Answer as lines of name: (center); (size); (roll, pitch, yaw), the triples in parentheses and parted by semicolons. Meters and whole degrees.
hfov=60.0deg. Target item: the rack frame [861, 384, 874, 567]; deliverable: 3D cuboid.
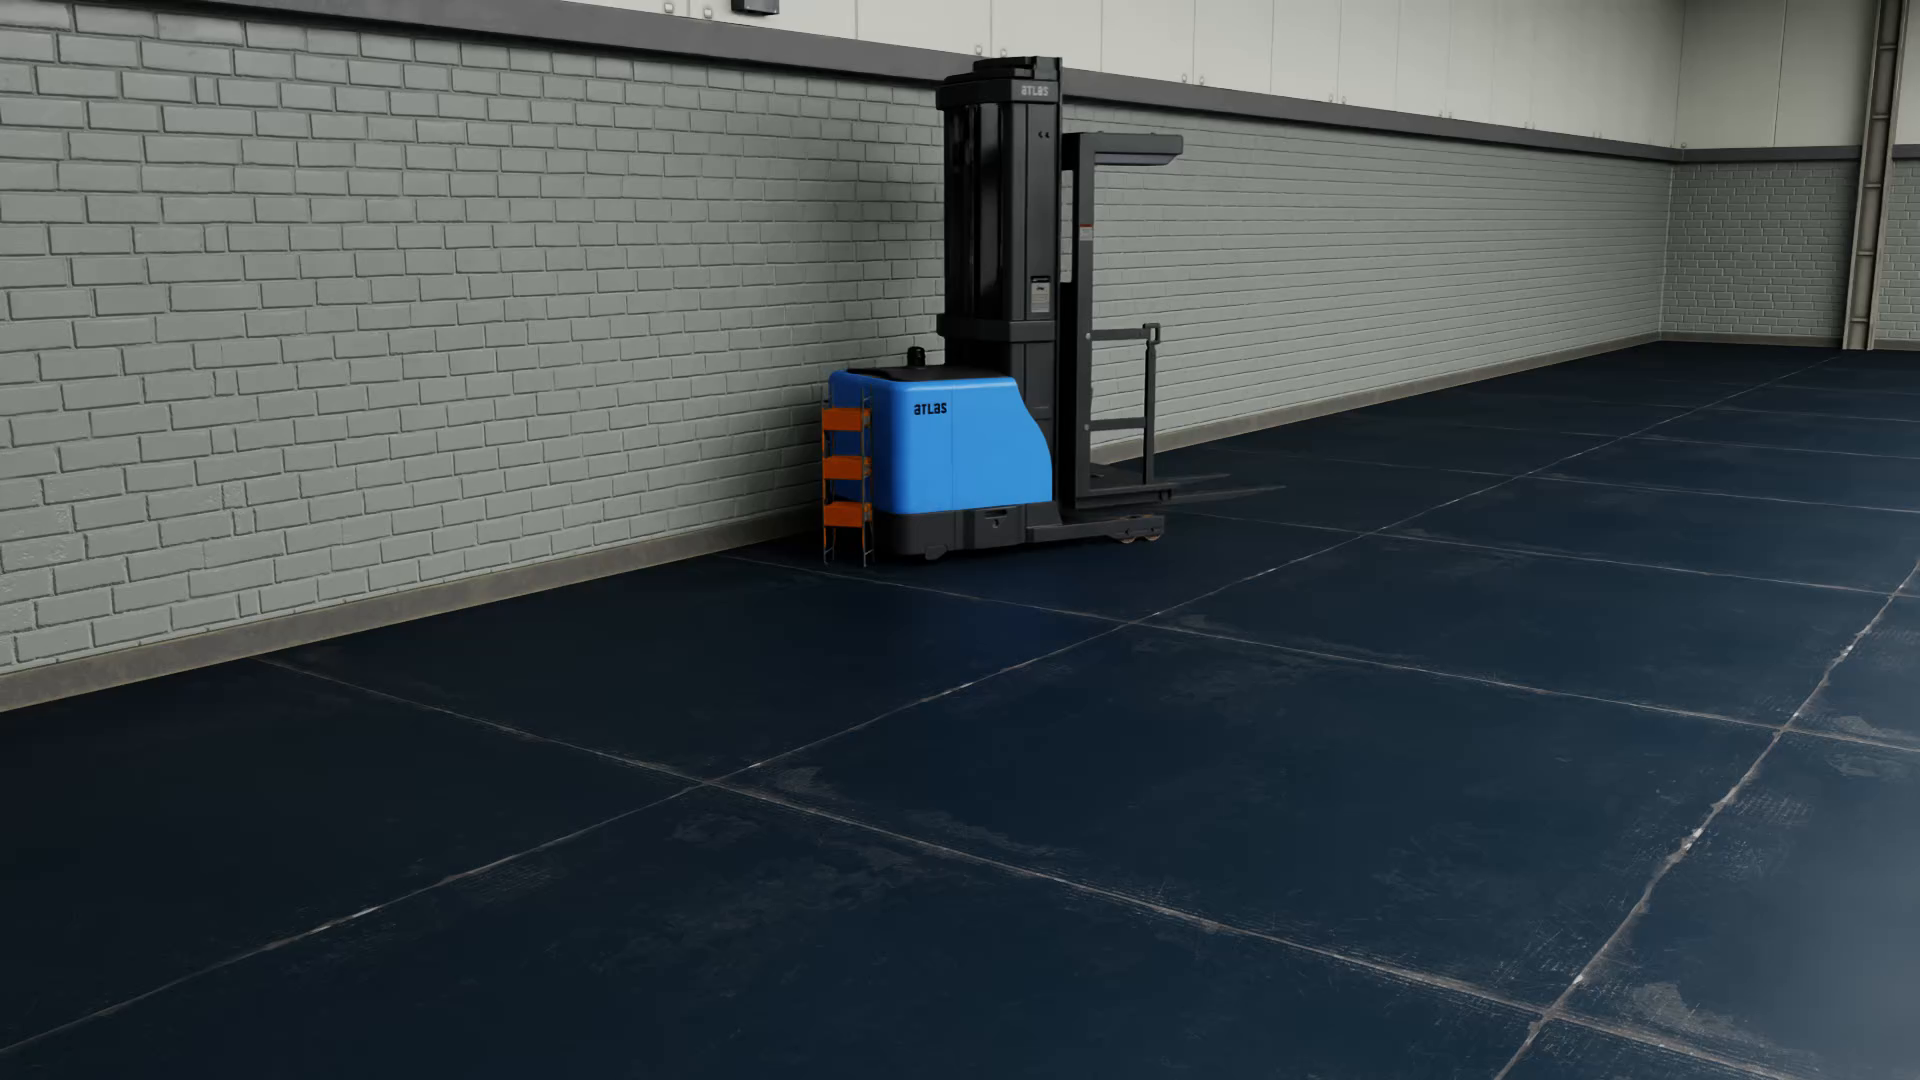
rack frame: (-0.537, -0.375, 9.700); (0.008, 1.050, 0.200); (3, 11, 13)

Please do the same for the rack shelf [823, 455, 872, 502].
rack shelf: (-0.655, -0.370, 9.731); (0.240, 0.259, 0.215); (3, 11, 13)

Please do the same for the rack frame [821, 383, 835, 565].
rack frame: (-0.774, -0.386, 9.757); (0.008, 1.050, 0.200); (3, 11, 13)

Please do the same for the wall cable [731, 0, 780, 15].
wall cable: (-0.607, -6.229, 10.083); (0.169, 6.003, 2.305); (8, 13, 36)

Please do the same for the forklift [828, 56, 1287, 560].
forklift: (0.715, -1.497, 10.550); (3.031, 2.935, 1.130); (-6, 12, -28)

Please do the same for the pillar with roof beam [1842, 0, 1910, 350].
pillar with roof beam: (11.449, -6.738, 21.664); (0.400, 9.000, 9.100); (8, 13, 36)

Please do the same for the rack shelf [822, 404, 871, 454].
rack shelf: (-0.655, -0.649, 9.678); (0.240, 0.259, 0.215); (3, 11, 13)

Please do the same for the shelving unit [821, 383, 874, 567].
shelving unit: (-0.655, -0.380, 9.729); (0.252, 1.050, 0.215); (3, 11, 13)

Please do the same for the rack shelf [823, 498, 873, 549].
rack shelf: (-0.656, -0.097, 9.783); (0.240, 0.259, 0.215); (3, 11, 13)
